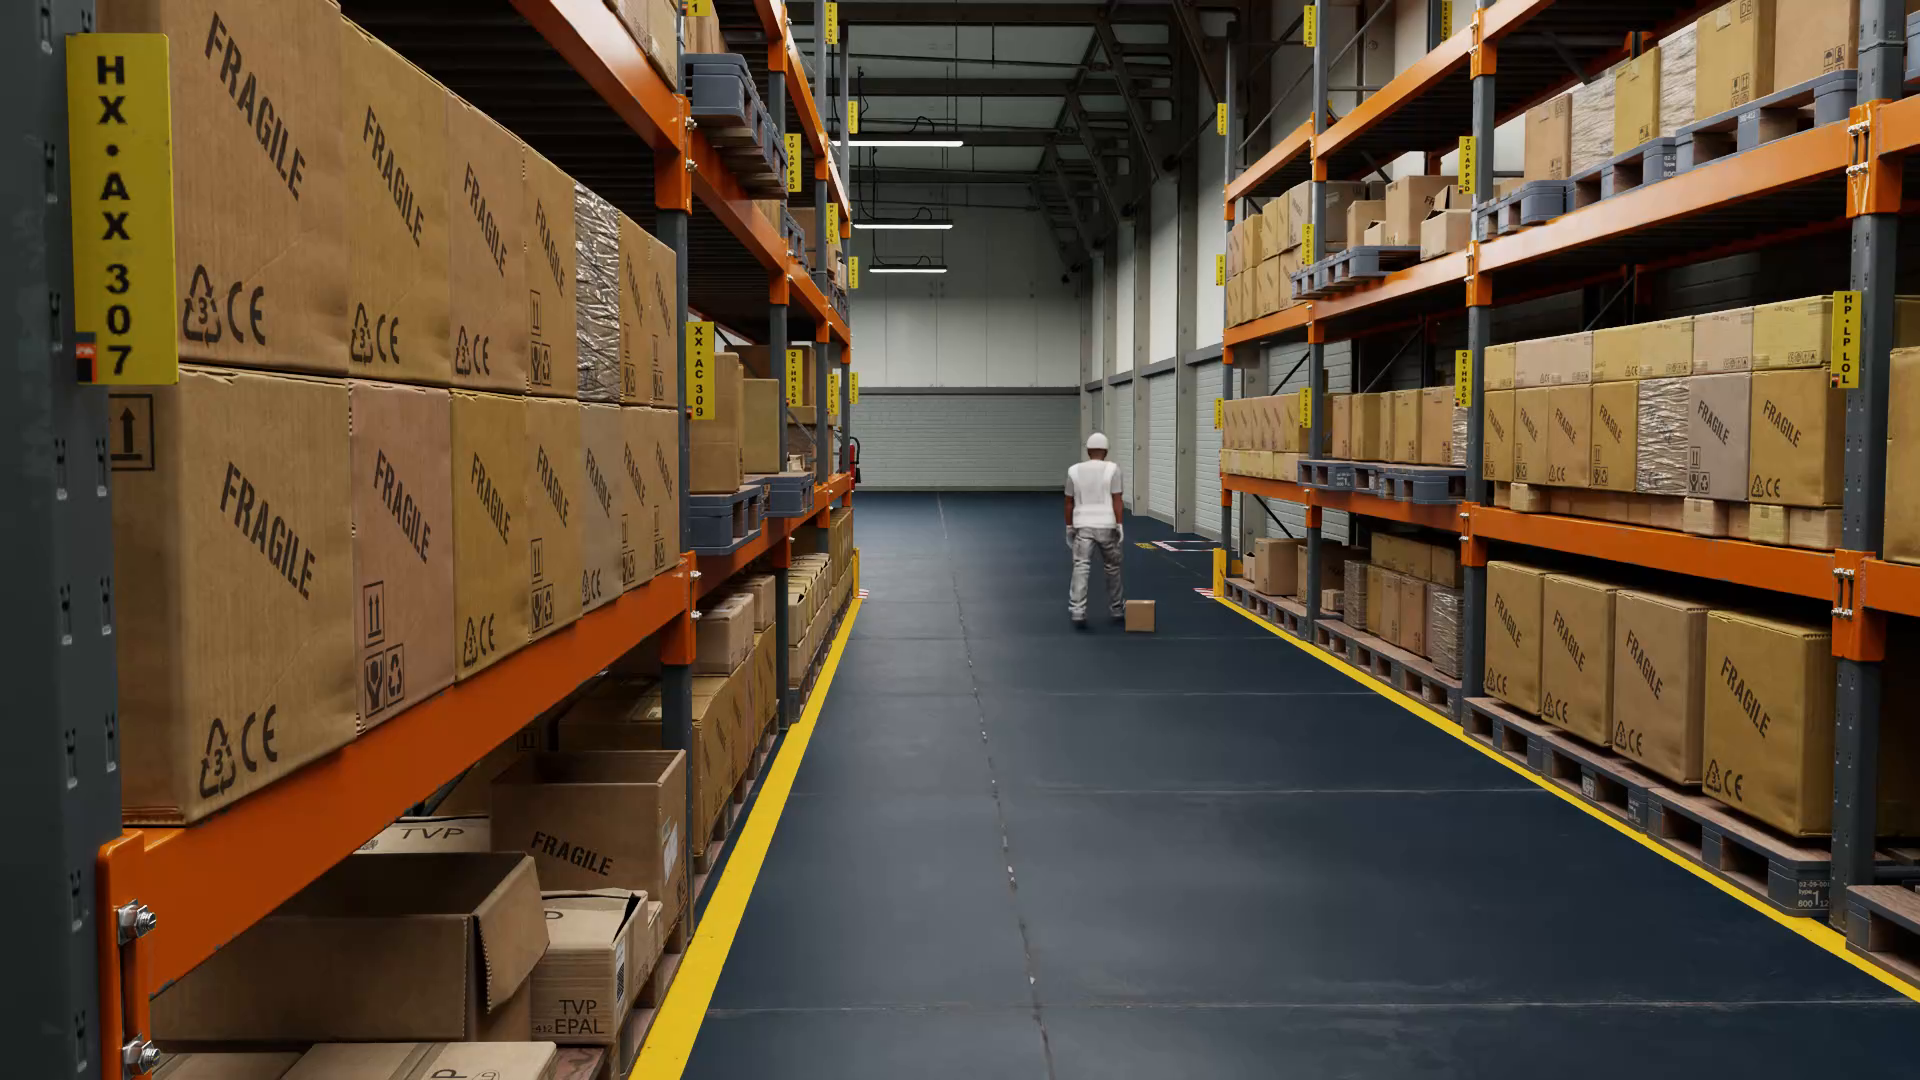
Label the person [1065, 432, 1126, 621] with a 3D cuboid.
[{"bbox_3d":[1.239,-0.122,15.156,0.577,1.714,1.098,1,4,17],"label":"person"}]
